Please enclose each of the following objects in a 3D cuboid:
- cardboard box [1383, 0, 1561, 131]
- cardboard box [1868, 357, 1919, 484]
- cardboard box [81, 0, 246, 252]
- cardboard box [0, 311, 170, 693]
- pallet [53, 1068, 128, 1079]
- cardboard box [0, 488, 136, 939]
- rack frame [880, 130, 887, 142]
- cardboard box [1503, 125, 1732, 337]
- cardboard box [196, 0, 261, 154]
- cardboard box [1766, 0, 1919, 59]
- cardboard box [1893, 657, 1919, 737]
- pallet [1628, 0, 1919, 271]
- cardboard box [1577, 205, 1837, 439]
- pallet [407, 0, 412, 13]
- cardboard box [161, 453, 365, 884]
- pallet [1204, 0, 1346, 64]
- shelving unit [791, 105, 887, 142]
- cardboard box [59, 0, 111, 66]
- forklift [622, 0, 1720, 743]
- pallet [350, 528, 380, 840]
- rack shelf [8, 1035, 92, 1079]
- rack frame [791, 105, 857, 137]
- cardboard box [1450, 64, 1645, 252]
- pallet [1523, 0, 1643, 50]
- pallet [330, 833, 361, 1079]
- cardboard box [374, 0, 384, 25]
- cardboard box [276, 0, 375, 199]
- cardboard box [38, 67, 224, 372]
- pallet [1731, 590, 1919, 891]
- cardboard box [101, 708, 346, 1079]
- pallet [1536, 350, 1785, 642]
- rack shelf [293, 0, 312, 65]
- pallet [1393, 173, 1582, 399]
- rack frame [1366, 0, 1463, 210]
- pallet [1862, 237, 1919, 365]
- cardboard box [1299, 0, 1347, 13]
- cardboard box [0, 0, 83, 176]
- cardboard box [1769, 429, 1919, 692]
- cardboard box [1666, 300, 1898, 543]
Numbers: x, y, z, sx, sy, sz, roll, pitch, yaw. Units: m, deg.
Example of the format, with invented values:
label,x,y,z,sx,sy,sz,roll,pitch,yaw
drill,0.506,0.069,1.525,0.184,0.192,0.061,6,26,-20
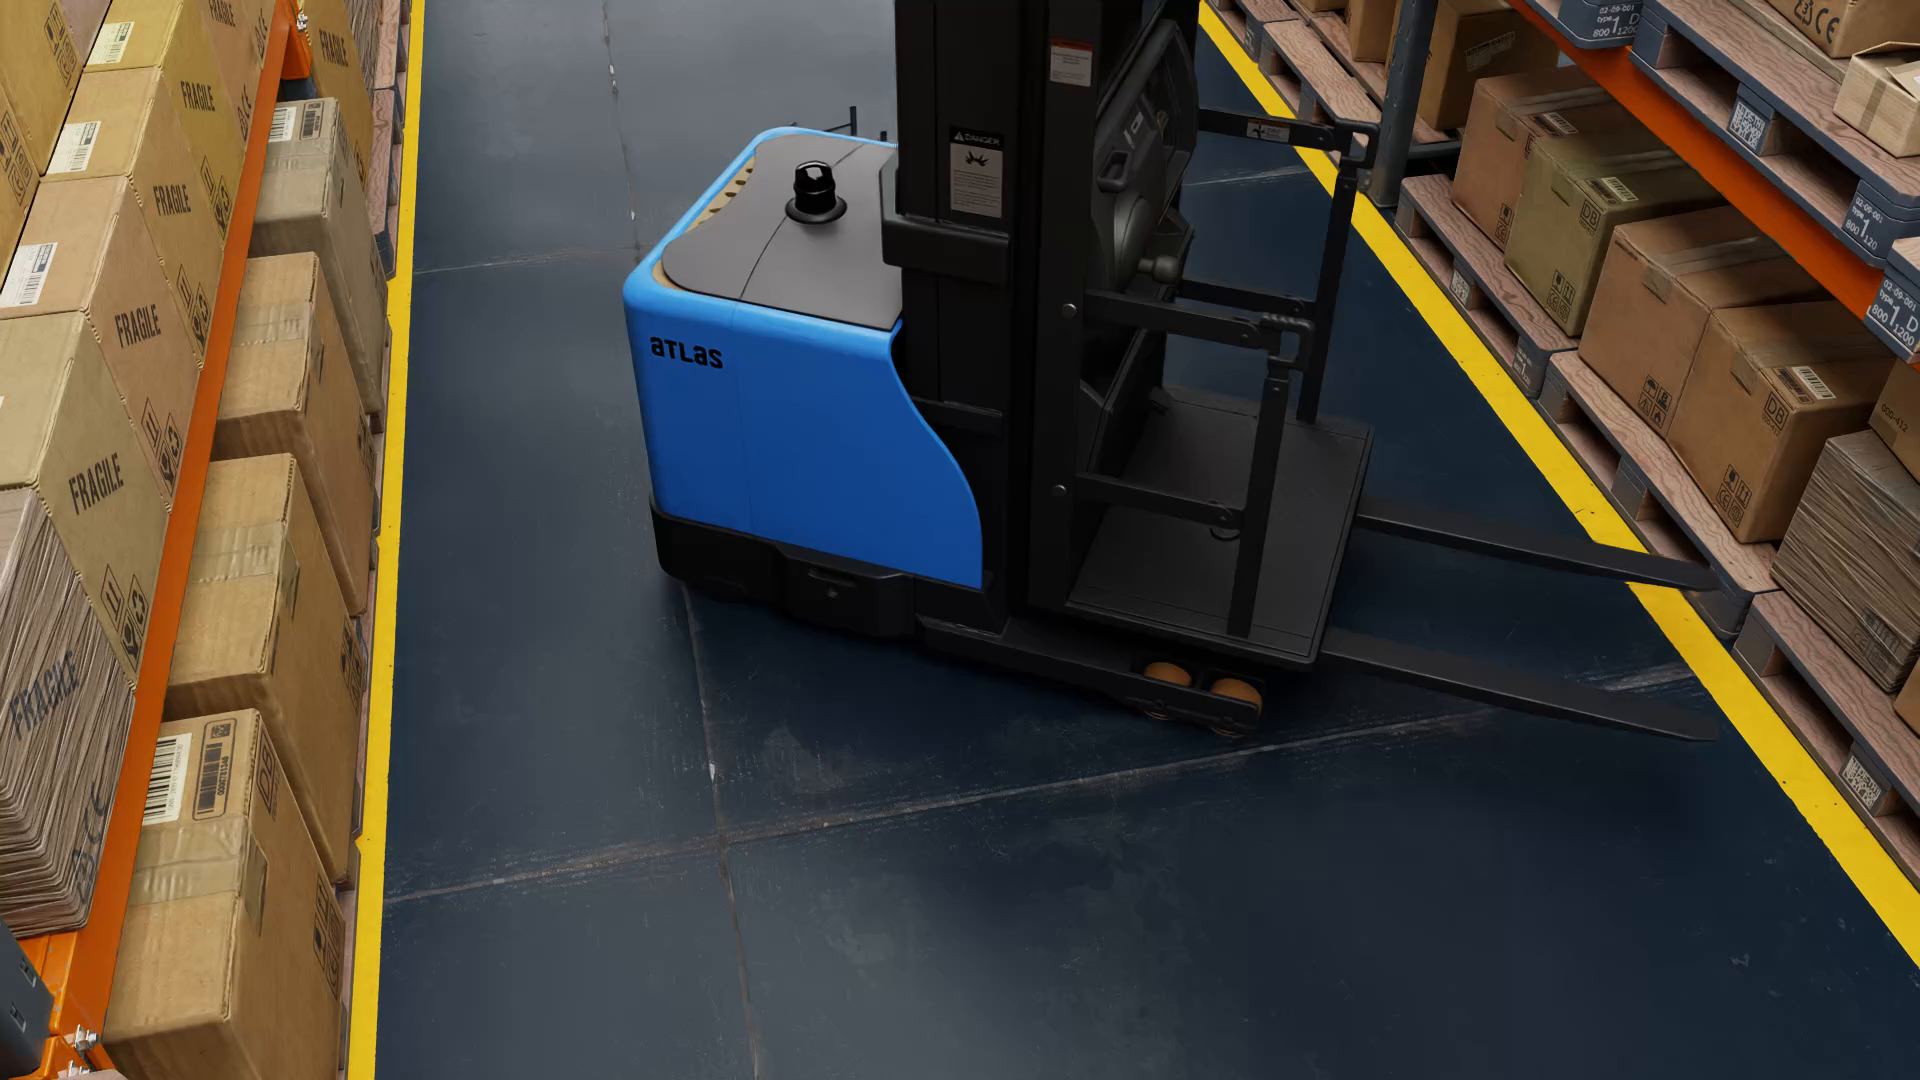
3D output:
label,x,y,z,sx,sy,sz,roll,pitch,yaw
cardboard box,2.127,-2.062,6.880,0.500,0.500,0.500,-10,42,-11
cardboard box,2.739,-0.265,4.275,0.500,0.250,0.500,-4,42,-4
cardboard box,-2.099,-1.012,4.055,0.500,0.500,0.500,-8,42,-9
cardboard box,-1.773,-0.033,2.952,0.500,0.500,0.500,-9,42,-10
pallet,-1.569,1.182,1.804,1.213,0.211,1.003,-8,42,-9
cardboard box,-1.661,0.296,2.582,0.500,0.500,0.500,-8,42,-9
rack frame,-0.342,-0.949,5.641,0.240,0.900,0.006,-22,46,-23
cardboard box,2.370,-1.092,5.772,0.700,0.500,0.500,-9,42,-10
cardboard box,-2.208,-1.340,4.424,0.500,0.500,0.500,-9,42,-10
cardboard box,2.639,-1.660,4.466,0.797,0.503,0.637,-4,42,-5
cardboard box,2.873,0.357,4.140,0.700,0.500,0.500,-10,43,-12
pallet,2.570,-1.188,4.473,1.003,0.211,1.213,-8,42,-9
cardboard box,2.491,-0.729,5.363,0.700,0.500,0.500,-12,43,-13
pallet,-3.305,-2.972,8.440,1.003,0.211,1.213,-8,42,-9
cardboard box,-2.063,0.374,3.948,1.050,0.750,0.750,-8,42,-9
pallet,1.728,-2.755,8.194,1.003,0.211,1.213,-8,42,-9
shelving unit,-6.681,-2.507,5.669,9.927,3.194,8.476,-22,46,-23
cardboard box,-2.356,-1.359,3.693,0.700,0.500,0.500,-8,42,-9
forklift,3.805,-0.520,3.628,9.407,2.935,1.990,13,43,14
pallet,-2.184,0.395,4.646,1.003,0.211,1.213,-8,42,-9
rack shelf,-1.396,2.229,1.022,1.077,0.370,4.000,-8,42,-9
rack frame,-0.449,-1.064,5.771,0.240,0.900,0.006,-22,46,-23
cardboard box,2.286,-1.403,6.123,0.700,0.500,0.500,-11,43,-13
pallet,2.197,-1.987,5.373,1.003,0.211,1.213,-8,42,-9
pallet,-1.924,1.184,3.757,1.003,0.211,1.213,-8,42,-9
cardboard box,-3.151,-2.885,7.524,0.875,0.875,0.875,-9,42,-10
cardboard box,-2.758,-1.710,6.201,0.875,0.875,0.875,-8,42,-9
cardboard box,-1.987,-0.683,3.685,0.500,0.500,0.500,-9,42,-10
pallet,10.684,1.291,3.636,15.783,0.211,6.755,-8,42,-9
cardboard box,-0.293,-1.175,5.324,5.455,1.239,5.693,-9,42,-10
pallet,2.611,-0.235,5.356,1.003,0.211,1.213,-8,42,-9
rack shelf,-3.122,-2.957,6.864,1.077,0.370,4.000,-8,42,-9
pallet,2.344,-1.028,6.249,1.003,0.211,1.213,-8,42,-9
rack frame,2.174,-2.575,5.891,1.000,3.000,0.127,-8,42,-9
pallet,2.780,-0.357,3.537,1.213,0.211,1.003,-8,42,-9
cardboard box,1.785,-2.823,7.738,0.500,0.500,0.500,-12,43,-13
cardboard box,-2.248,-1.032,3.324,0.700,0.500,0.500,-9,42,-10
cardboard box,2.741,-0.001,4.543,0.700,0.500,0.500,-12,43,-13
cardboard box,2.612,-0.367,4.956,0.700,0.500,0.500,-5,42,-6
